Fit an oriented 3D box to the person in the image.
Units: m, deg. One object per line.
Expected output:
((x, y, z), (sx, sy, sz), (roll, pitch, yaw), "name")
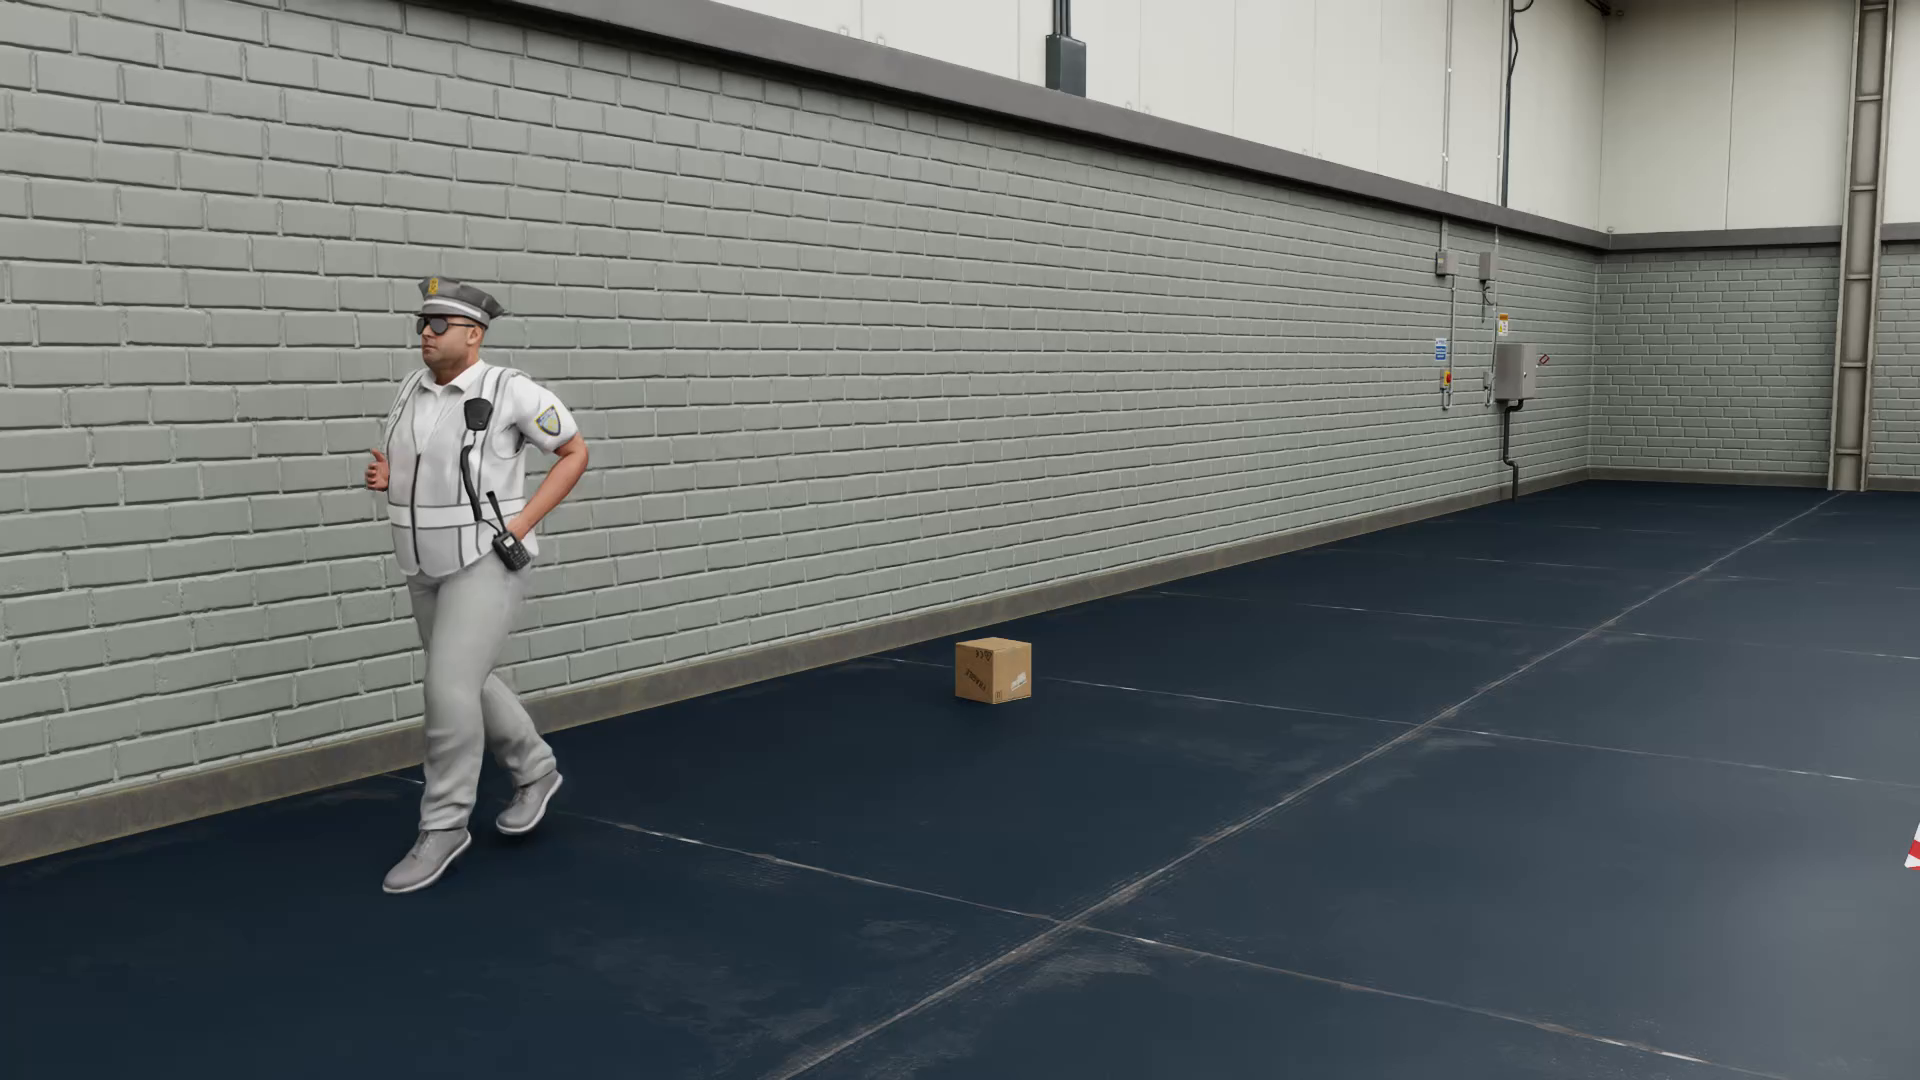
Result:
((-1.560, 0.099, 5.146), (0.659, 1.805, 0.807), (3, 7, 28), "person")
